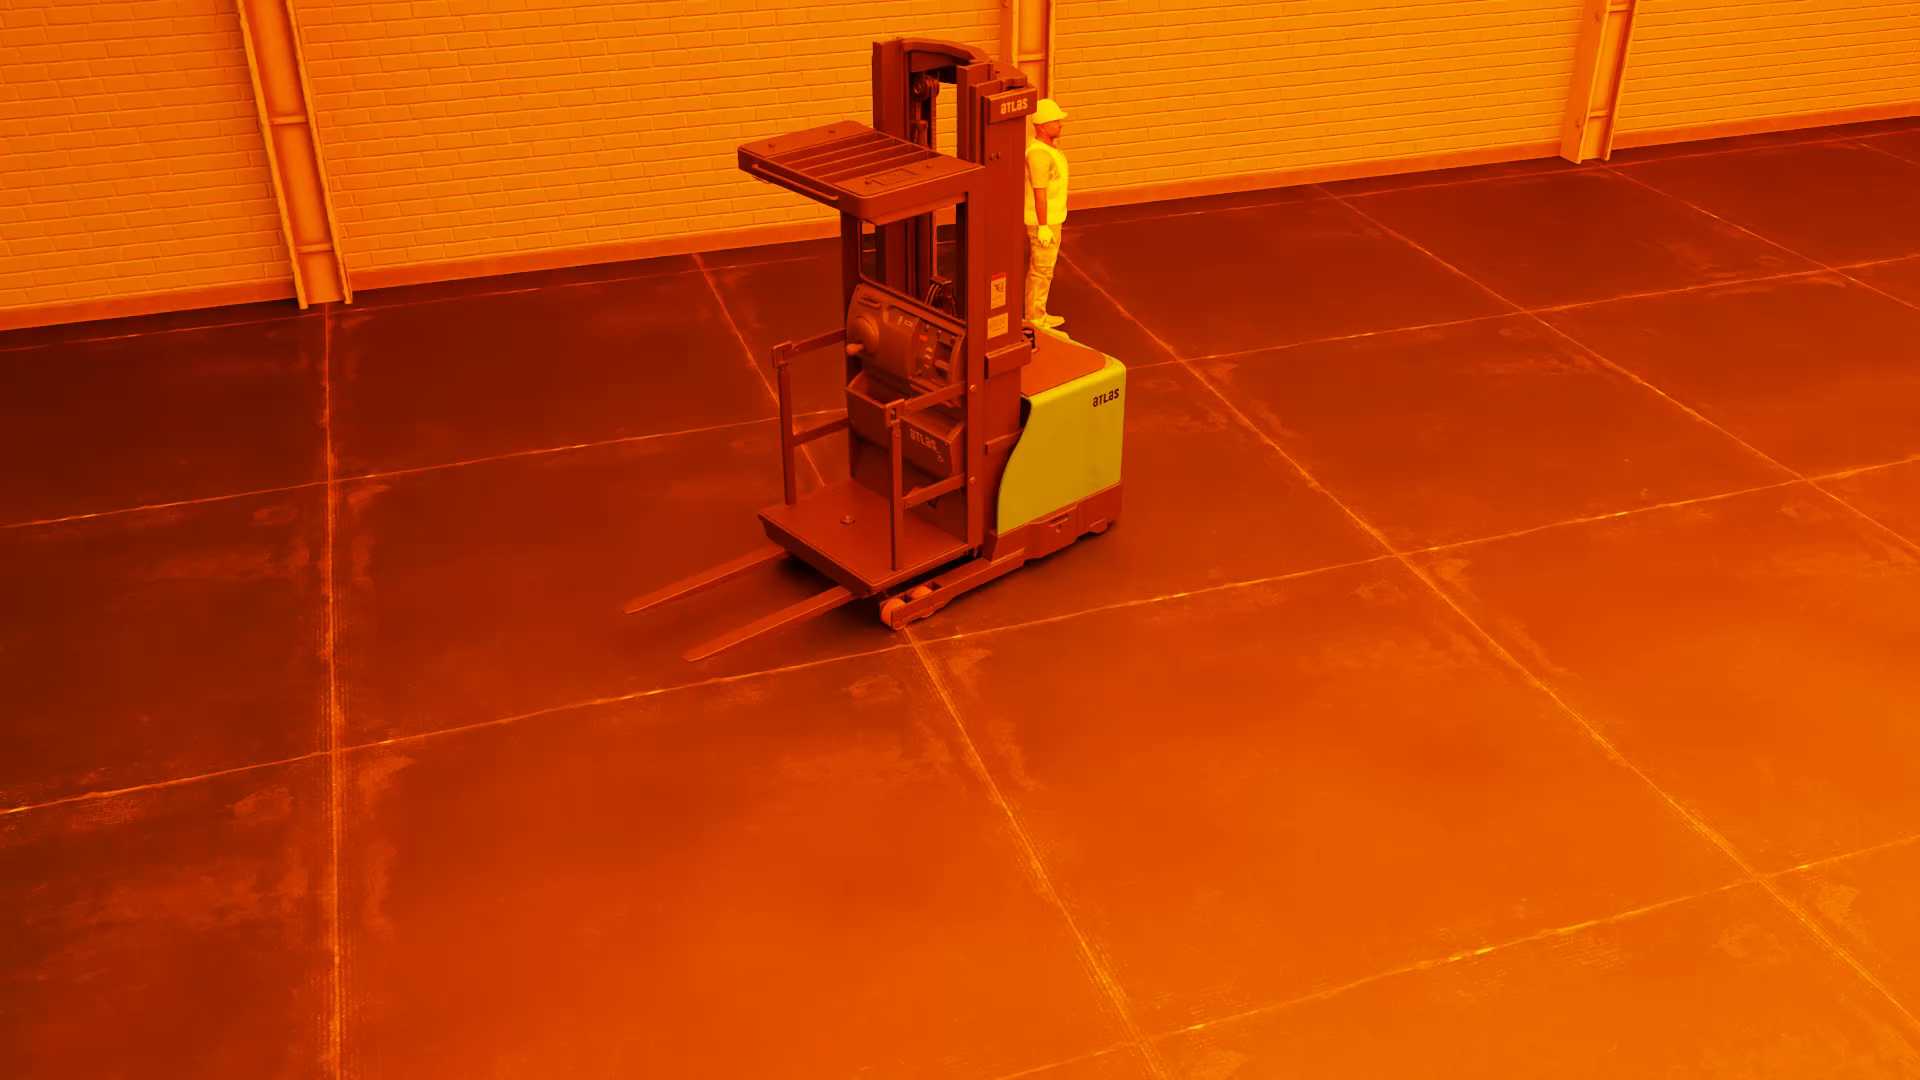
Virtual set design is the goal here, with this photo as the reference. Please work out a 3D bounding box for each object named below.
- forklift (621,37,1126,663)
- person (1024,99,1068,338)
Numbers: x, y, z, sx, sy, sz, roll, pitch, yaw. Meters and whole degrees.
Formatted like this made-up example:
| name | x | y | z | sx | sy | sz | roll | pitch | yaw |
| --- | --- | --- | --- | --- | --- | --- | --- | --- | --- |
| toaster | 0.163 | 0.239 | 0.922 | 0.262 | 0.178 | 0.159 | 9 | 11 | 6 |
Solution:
| name | x | y | z | sx | sy | sz | roll | pitch | yaw |
| --- | --- | --- | --- | --- | --- | --- | --- | --- | --- |
| forklift | -0.461 | -1.072 | 8.951 | 3.031 | 2.935 | 1.130 | -23 | 37 | -34 |
| person | 0.633 | -2.390 | 12.390 | 0.386 | 1.790 | 0.538 | 1 | 30 | 1 |
